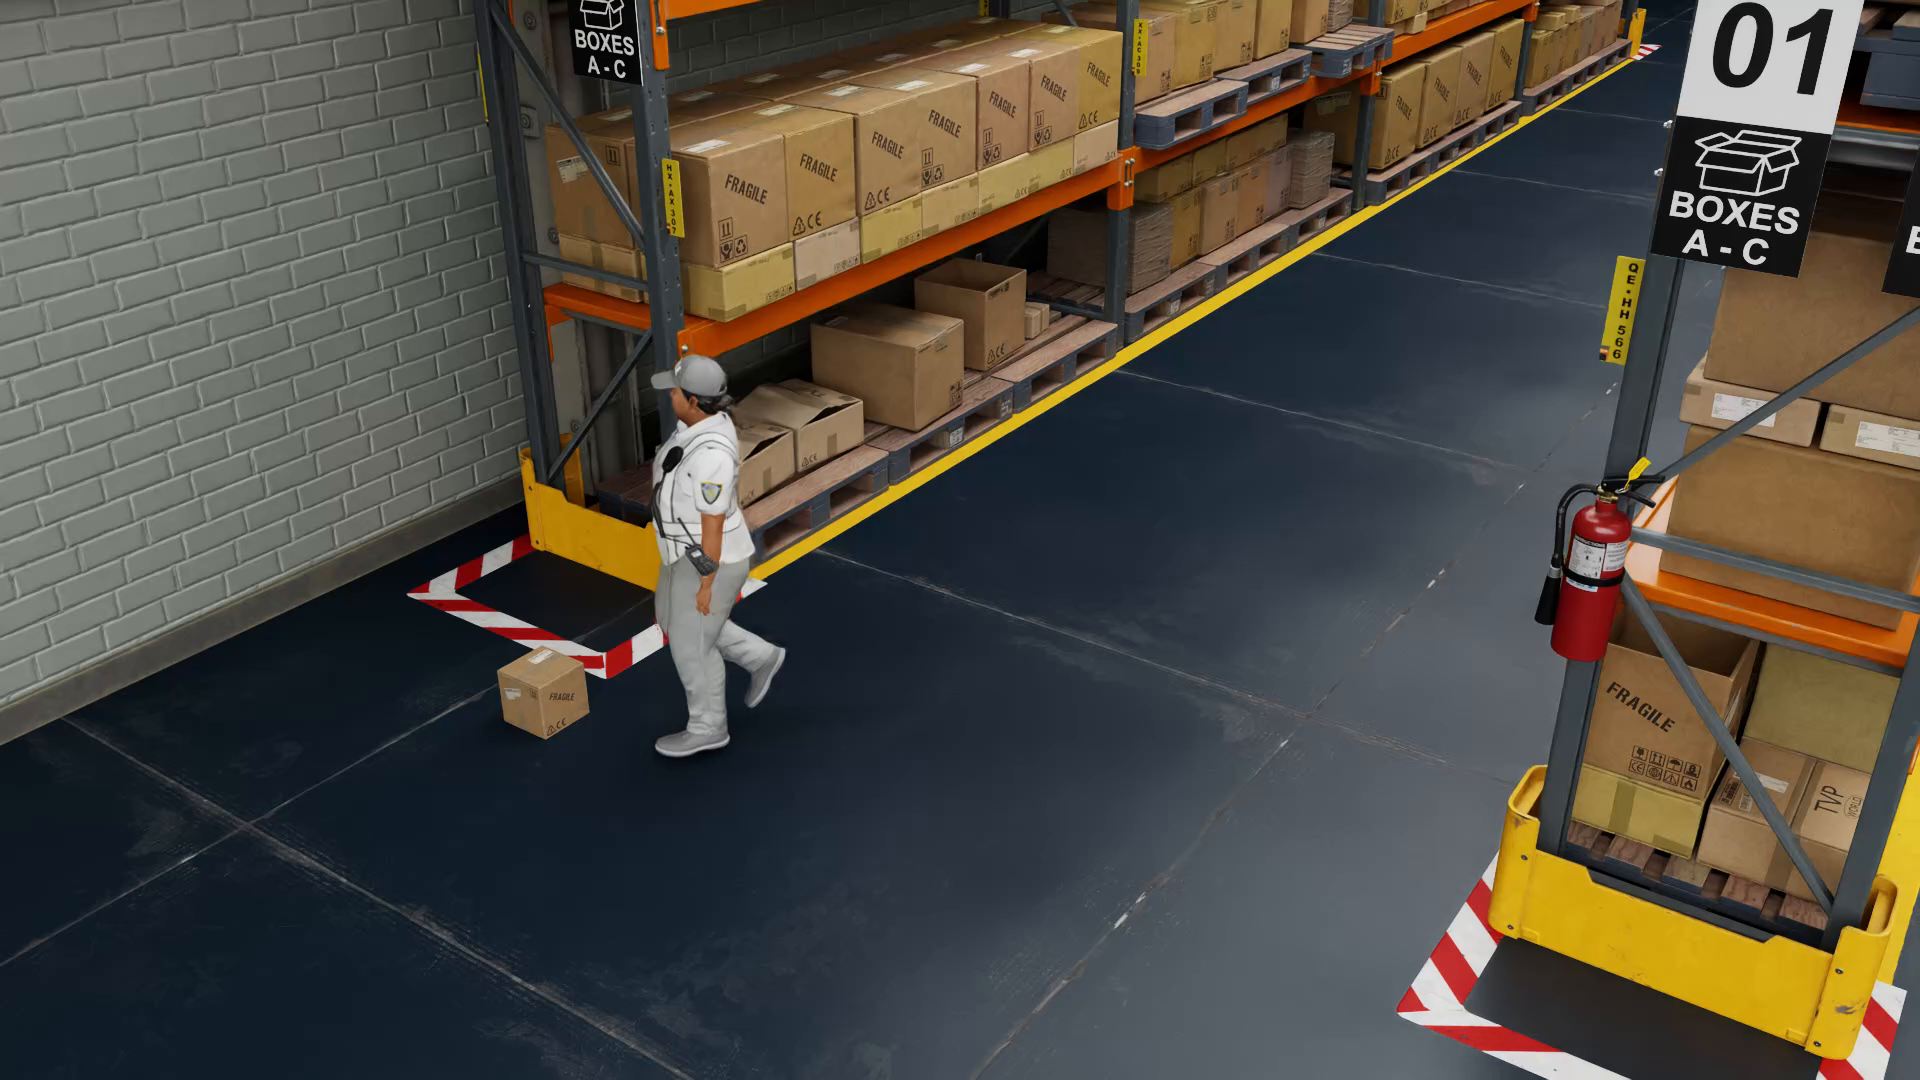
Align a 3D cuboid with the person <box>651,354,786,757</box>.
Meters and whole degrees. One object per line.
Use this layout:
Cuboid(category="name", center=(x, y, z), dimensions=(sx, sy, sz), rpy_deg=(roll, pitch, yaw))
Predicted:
Cuboid(category="person", center=(-0.971, 0.058, 6.475), dimensions=(0.574, 1.648, 0.492), rpy_deg=(-7, 28, -13))
